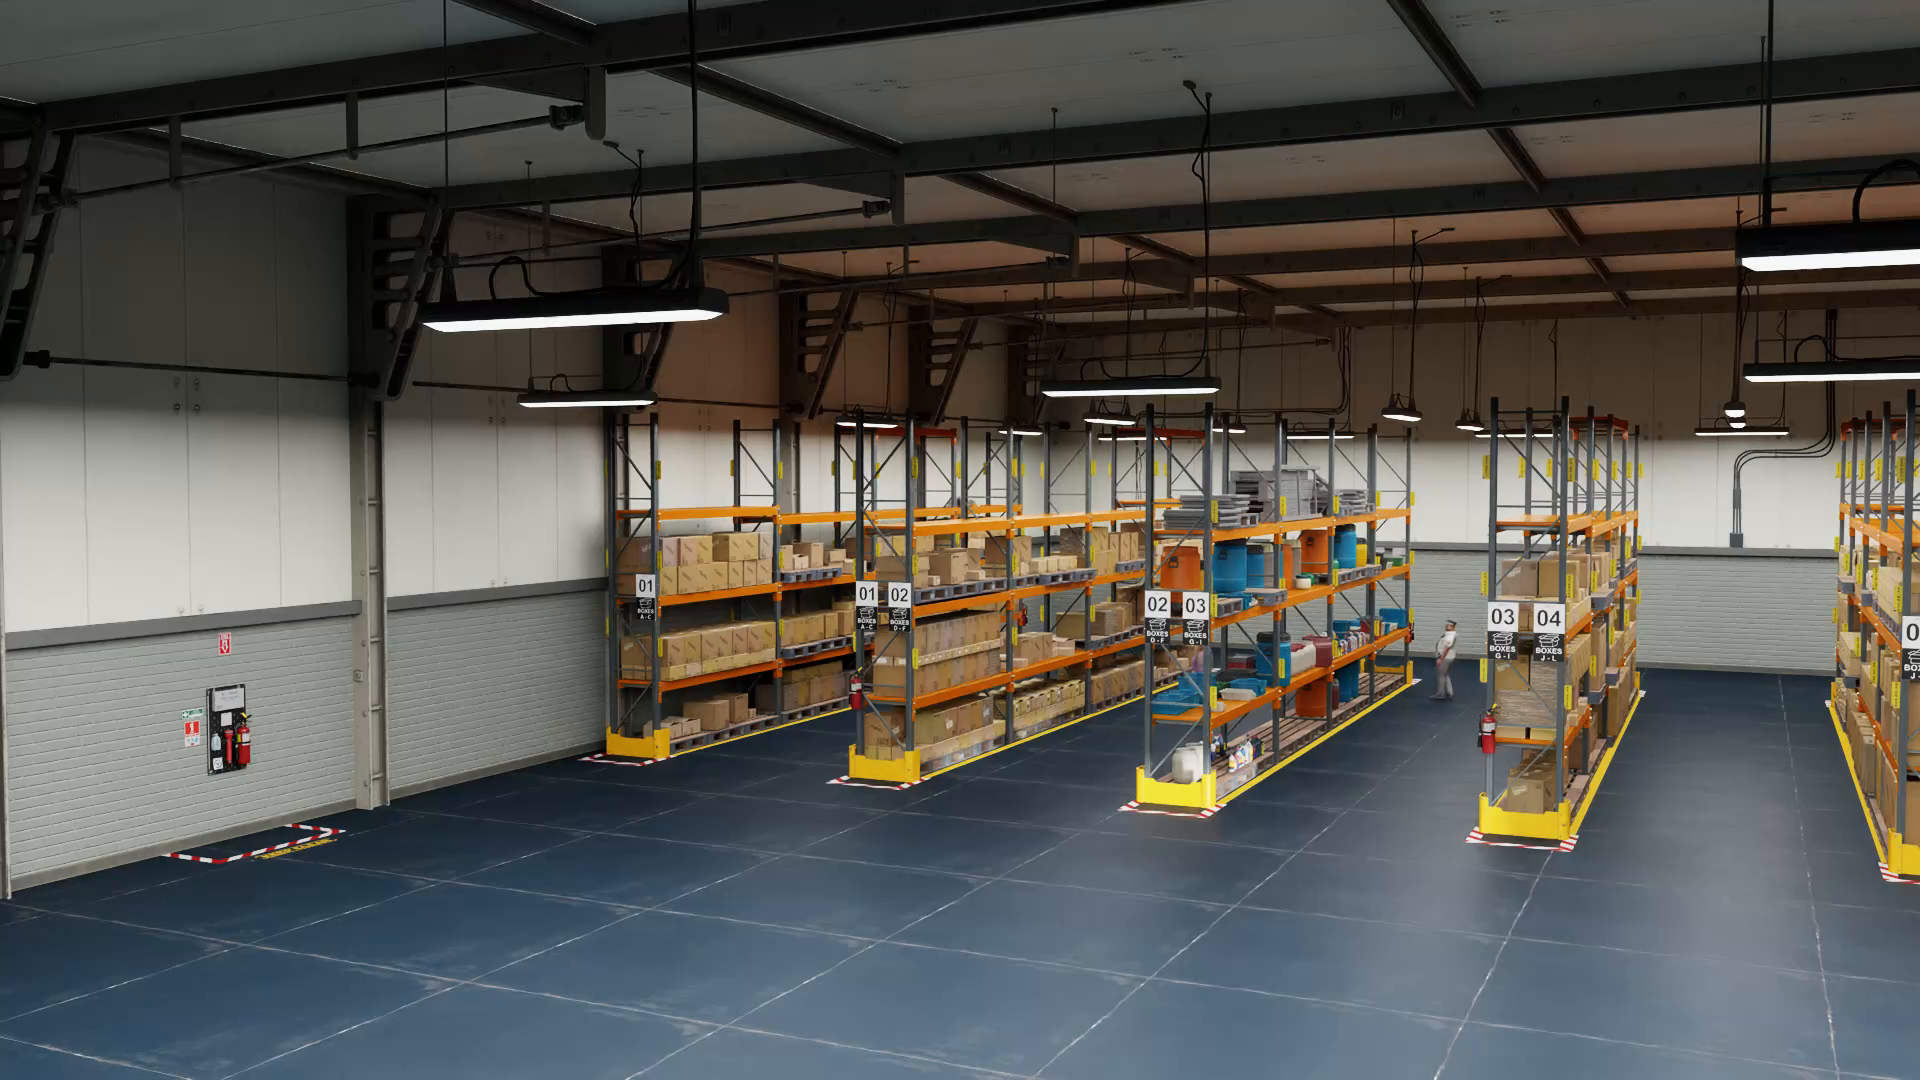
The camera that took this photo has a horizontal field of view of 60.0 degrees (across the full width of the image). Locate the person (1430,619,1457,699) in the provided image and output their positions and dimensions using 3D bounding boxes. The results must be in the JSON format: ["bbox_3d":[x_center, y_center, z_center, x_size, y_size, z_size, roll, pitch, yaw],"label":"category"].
[{"bbox_3d":[10.538,2.610,36.246,0.562,1.797,0.630,2,3,34],"label":"person"}]

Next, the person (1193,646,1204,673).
[{"bbox_3d":[4.848,2.788,33.377,0.360,1.604,0.471,1,3,19],"label":"person"}]
